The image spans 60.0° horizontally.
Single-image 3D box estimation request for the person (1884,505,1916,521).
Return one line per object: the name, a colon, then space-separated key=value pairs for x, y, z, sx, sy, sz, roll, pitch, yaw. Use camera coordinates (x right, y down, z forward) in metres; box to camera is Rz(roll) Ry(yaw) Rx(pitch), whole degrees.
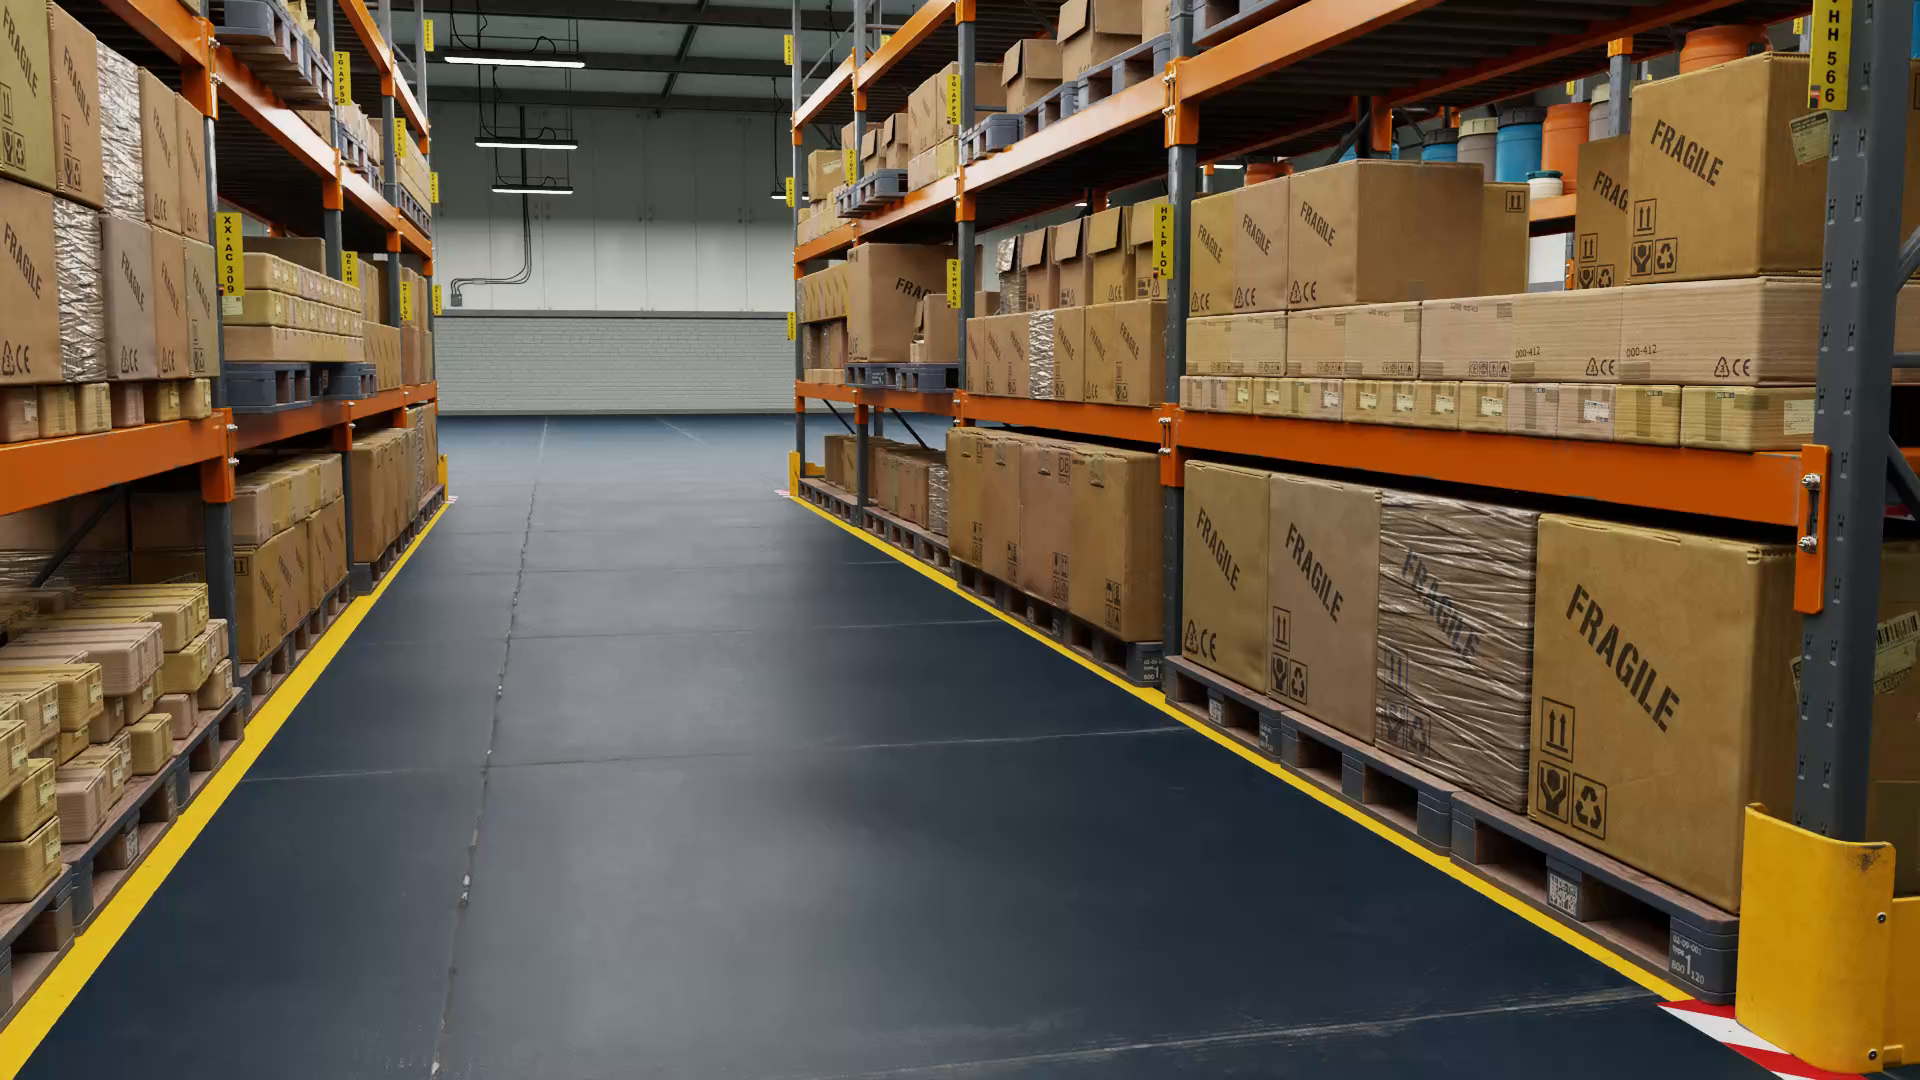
person: x=3.425 y=-0.037 z=6.116 sx=0.605 sy=1.794 sz=0.837 roll=-1 pitch=6 yaw=-13
